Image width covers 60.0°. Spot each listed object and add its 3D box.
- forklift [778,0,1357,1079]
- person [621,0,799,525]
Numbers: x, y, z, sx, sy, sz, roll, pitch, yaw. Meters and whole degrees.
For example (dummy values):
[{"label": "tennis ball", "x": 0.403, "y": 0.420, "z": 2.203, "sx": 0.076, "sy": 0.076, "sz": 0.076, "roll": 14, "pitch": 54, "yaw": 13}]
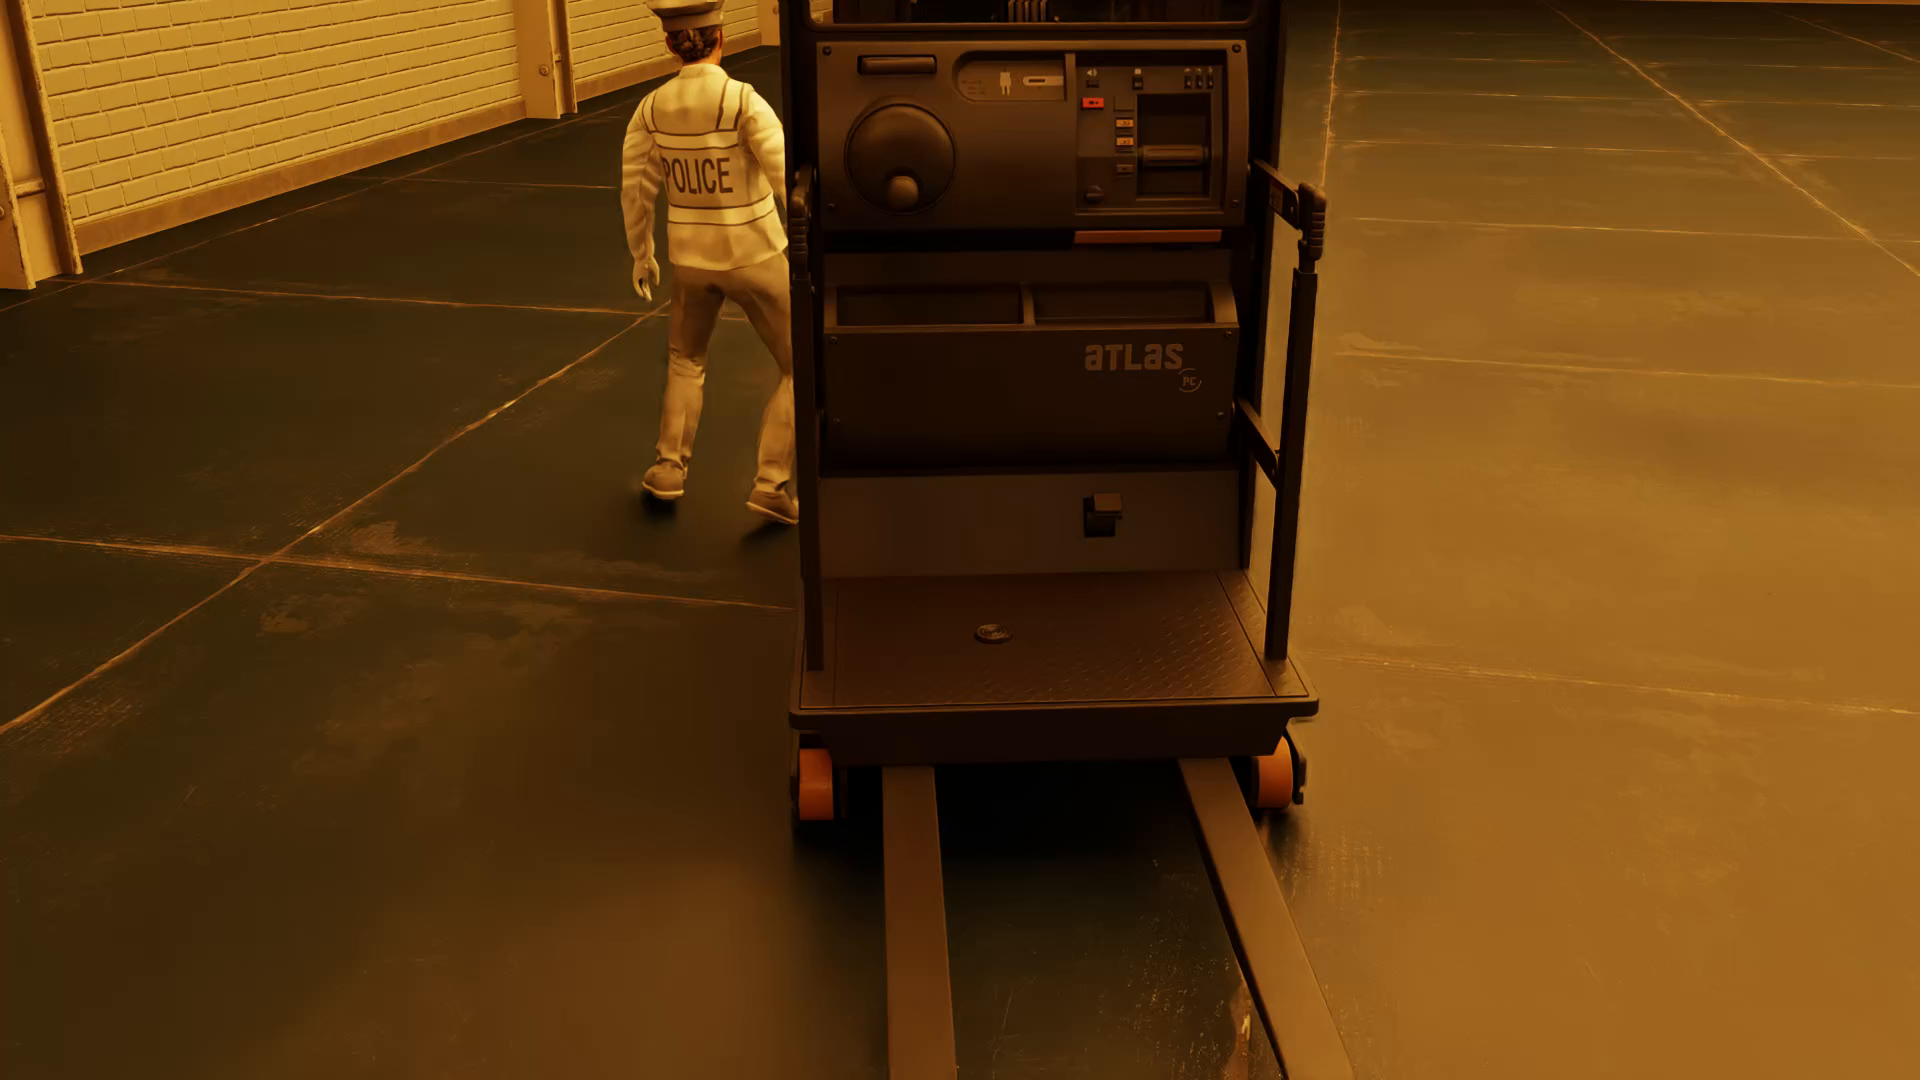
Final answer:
[{"label": "forklift", "x": 0.172, "y": -0.866, "z": 3.391, "sx": 1.130, "sy": 2.935, "sz": 3.031, "roll": -1, "pitch": 22, "yaw": -3}, {"label": "person", "x": -0.707, "y": -0.842, "z": 5.110, "sx": 0.789, "sy": 1.622, "sz": 0.392, "roll": 10, "pitch": 24, "yaw": 23}]
